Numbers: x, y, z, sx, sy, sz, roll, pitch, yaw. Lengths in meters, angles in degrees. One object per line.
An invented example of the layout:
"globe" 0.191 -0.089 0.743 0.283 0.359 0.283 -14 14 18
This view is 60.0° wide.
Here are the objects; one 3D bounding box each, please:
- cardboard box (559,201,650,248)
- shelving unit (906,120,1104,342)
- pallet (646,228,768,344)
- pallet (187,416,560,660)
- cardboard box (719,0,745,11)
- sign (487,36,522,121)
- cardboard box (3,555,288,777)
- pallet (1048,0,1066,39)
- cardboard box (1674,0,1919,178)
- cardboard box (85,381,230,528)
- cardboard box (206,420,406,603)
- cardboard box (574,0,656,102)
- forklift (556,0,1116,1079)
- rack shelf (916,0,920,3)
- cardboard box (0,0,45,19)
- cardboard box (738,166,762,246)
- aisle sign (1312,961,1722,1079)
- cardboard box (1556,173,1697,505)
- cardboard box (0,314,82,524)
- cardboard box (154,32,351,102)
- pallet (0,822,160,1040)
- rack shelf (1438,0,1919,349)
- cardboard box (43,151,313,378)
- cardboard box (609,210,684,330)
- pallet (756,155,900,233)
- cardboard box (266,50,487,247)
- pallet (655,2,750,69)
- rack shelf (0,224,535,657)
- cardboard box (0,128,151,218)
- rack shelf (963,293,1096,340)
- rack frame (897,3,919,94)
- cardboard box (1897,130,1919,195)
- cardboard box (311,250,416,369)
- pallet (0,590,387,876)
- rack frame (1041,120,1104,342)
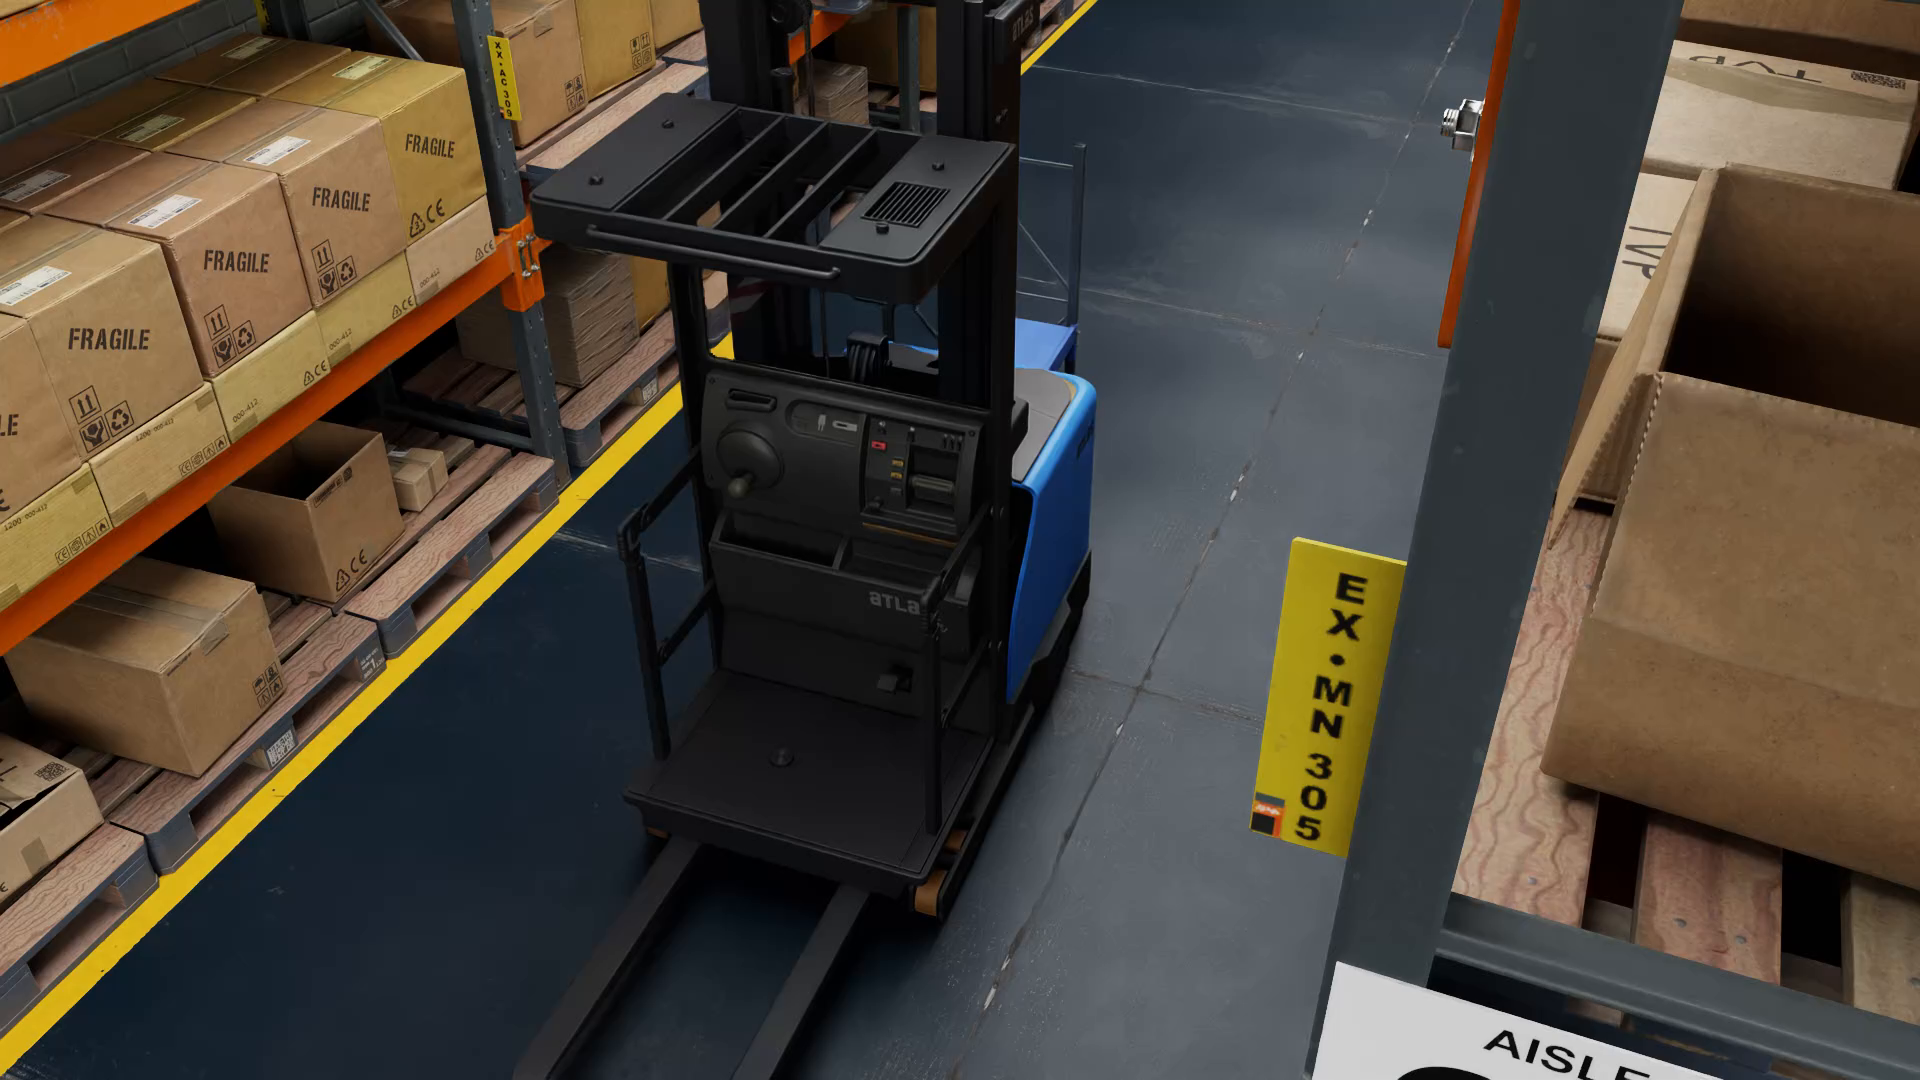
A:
"cardboard box" -1.829 -1.677 8.082 0.500 0.250 0.500 13 39 17
"shelving unit" 0.202 -0.956 7.276 0.538 1.500 1.048 12 39 16
"pallet" -1.501 -1.538 9.131 1.003 0.211 1.213 14 39 18
"pallet" -2.481 -0.049 7.139 1.003 0.211 1.213 14 39 18
"cardboard box" -1.359 -3.019 8.333 0.700 0.500 0.500 14 39 18
"sign" -1.753 -1.773 6.393 0.100 0.325 0.005 14 39 18
"cardboard box" -2.891 0.421 5.901 0.700 0.500 0.500 11 38 15
"pallet" 0.099 -3.736 12.072 1.003 0.211 1.213 14 39 18
"cardboard box" 1.581 -1.003 3.027 0.797 0.503 0.637 18 40 23
"cardboard box" -2.723 -0.327 5.291 0.500 0.250 0.500 14 39 18
"cardboard box" -2.616 -0.137 6.648 0.500 0.500 0.500 11 38 14
"cardboard box" -1.814 -2.344 7.429 0.700 0.500 0.500 18 40 22
"forklift" -0.367 -0.344 5.262 1.130 2.935 3.031 12 39 16
"rack shelf" 0.025 -4.579 11.472 1.077 0.370 4.000 14 39 18
"cardboard box" -2.806 -1.588 4.263 0.500 0.500 0.500 16 40 21
"cardboard box" -1.428 -1.984 9.120 0.700 0.500 0.500 14 39 18
"aisle sign" 0.506 0.724 1.605 0.394 0.787 0.004 14 39 18
"cardboard box" 0.997 -0.268 2.255 0.500 0.250 0.500 14 39 18
"cardboard box" -2.921 -0.331 4.670 0.500 0.500 0.500 13 39 16
"cardboard box" -2.630 -1.581 6.342 0.500 0.500 0.500 13 39 17
"pallet" -3.409 1.302 5.331 1.003 0.211 1.213 14 39 18
"rack shelf" 1.563 -1.266 2.363 1.077 0.370 4.000 14 39 18
"cardboard box" -2.538 -0.908 5.441 0.500 0.500 0.500 13 39 16
"cardboard box" -1.843 -1.429 8.377 0.700 0.500 0.500 13 39 17
"pallet" -1.035 -2.211 10.032 1.003 0.211 1.213 14 39 18
"cardboard box" -2.152 -1.462 6.182 0.500 0.500 0.500 14 39 18
"pallet" -1.452 -2.578 8.354 1.003 0.211 1.213 14 39 18
"rack shelf" -3.019 -0.150 5.546 1.077 0.370 4.000 14 39 18
"cardboard box" -3.025 -1.021 5.593 0.500 0.500 0.500 15 39 19
"rack shelf" 0.202 -0.812 7.384 0.538 0.185 1.000 12 39 16
"rack frame" -0.736 -3.760 9.775 1.000 3.000 0.127 14 39 18
"cardboard box" 1.687 -0.527 2.394 0.500 0.500 0.500 14 39 18
"cardboard box" -2.355 -0.888 6.041 0.500 0.250 0.500 14 39 18
"pallet" -2.944 0.629 6.232 1.003 0.211 1.213 14 39 18
"rack frame" 0.379 -1.241 7.658 0.500 1.500 0.032 12 39 16
